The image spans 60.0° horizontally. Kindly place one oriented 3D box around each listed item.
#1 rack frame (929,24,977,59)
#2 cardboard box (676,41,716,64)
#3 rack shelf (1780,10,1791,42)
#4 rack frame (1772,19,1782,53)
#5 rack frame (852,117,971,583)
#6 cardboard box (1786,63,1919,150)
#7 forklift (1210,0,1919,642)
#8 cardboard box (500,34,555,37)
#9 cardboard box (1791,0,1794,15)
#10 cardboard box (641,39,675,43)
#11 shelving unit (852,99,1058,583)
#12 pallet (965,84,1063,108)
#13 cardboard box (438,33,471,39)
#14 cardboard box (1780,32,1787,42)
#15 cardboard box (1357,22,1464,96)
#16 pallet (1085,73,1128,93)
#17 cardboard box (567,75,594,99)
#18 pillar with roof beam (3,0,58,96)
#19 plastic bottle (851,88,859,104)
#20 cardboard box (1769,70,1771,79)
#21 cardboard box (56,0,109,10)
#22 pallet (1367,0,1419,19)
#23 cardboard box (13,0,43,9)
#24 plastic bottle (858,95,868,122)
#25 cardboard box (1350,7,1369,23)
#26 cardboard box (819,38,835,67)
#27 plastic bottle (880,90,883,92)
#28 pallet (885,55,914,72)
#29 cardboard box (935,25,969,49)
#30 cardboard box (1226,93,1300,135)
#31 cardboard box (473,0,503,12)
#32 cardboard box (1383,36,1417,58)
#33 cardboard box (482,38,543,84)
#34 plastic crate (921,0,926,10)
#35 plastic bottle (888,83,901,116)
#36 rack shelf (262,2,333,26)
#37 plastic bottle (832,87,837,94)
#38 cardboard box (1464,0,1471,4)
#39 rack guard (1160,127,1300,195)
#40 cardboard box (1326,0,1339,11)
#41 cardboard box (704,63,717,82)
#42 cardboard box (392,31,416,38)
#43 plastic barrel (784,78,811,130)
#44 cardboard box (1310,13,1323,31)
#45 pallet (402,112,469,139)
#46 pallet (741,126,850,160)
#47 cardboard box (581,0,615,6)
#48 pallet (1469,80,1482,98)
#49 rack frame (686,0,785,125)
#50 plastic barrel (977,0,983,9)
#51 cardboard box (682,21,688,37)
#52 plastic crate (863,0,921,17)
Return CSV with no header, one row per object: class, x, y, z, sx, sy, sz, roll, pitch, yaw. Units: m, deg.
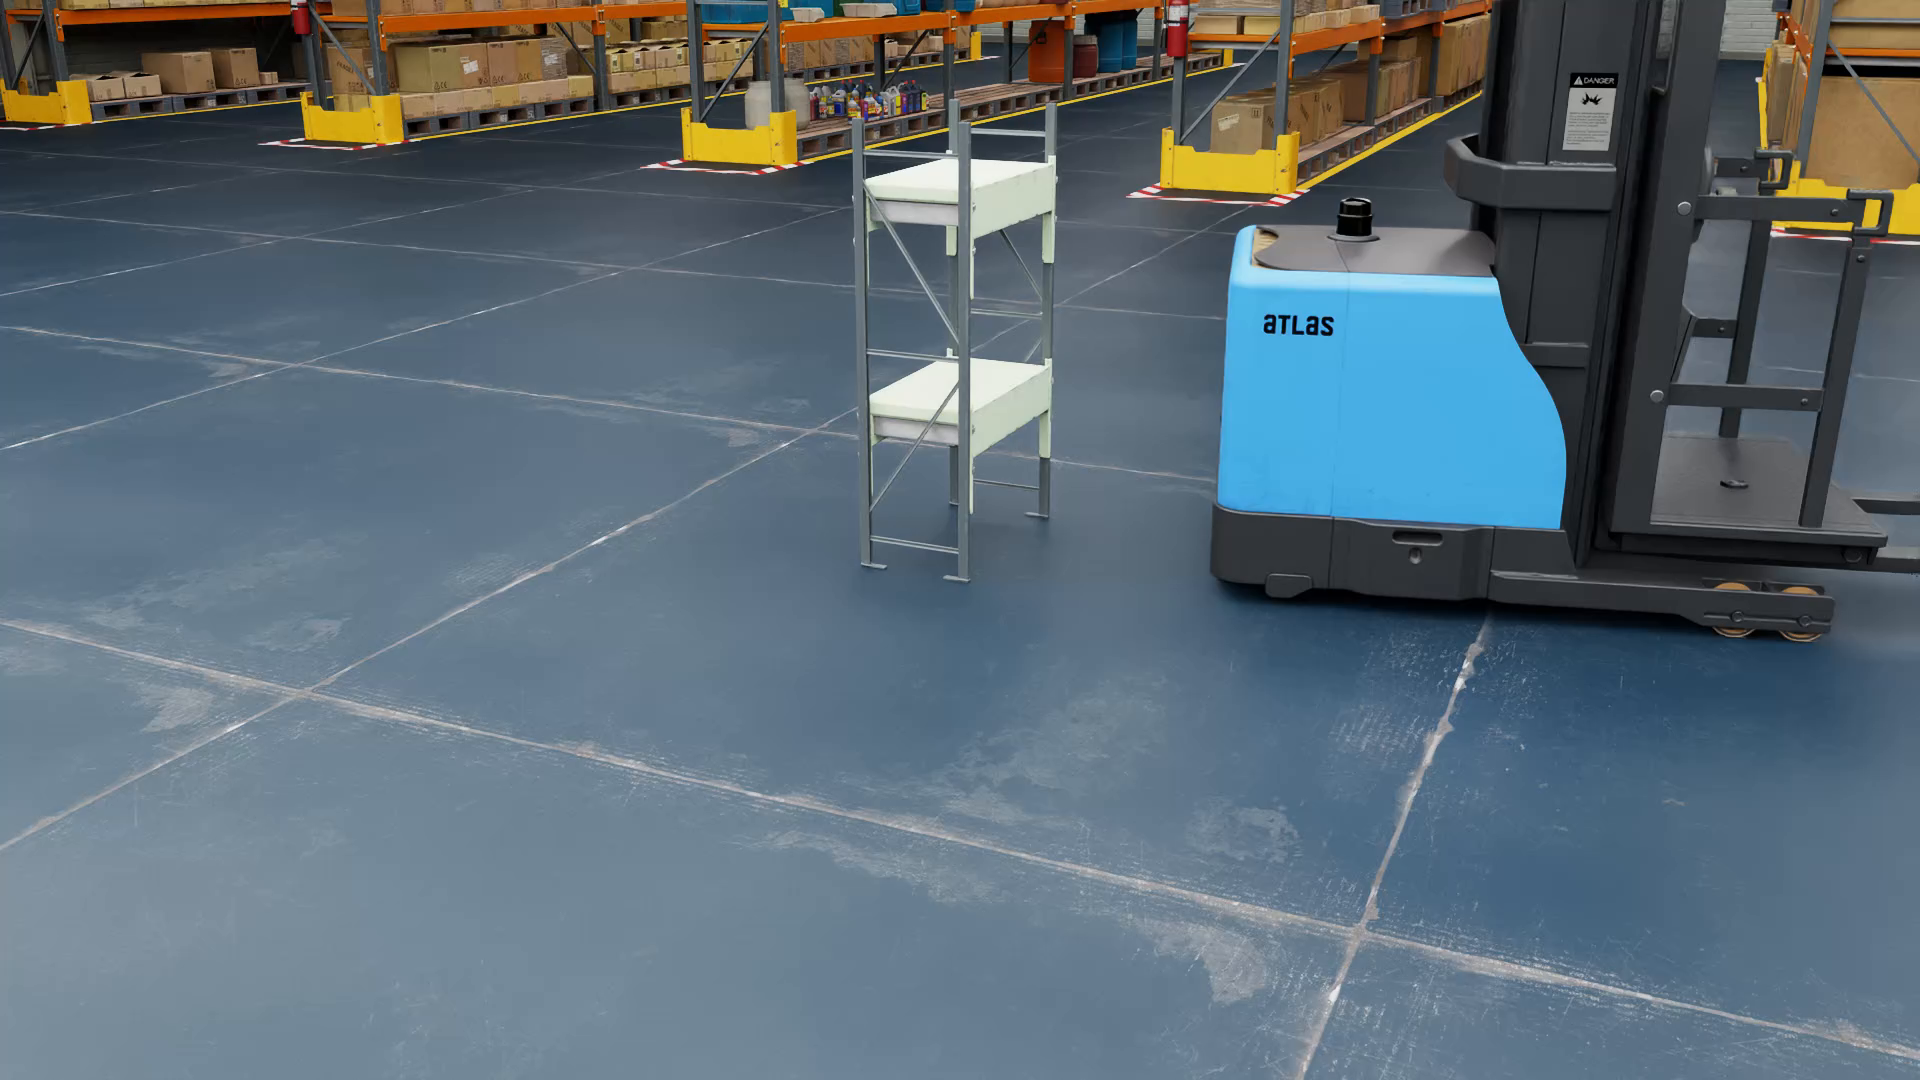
rack frame,-0.151,-10.748,31.716,1.000,3.000,0.127,9,21,23
cardboard box,-3.833,-6.962,23.708,0.500,0.311,0.500,8,21,22
rack shelf,10.912,-6.504,20.853,1.077,0.370,4.000,9,21,23
rack frame,13.369,-8.677,25.890,1.000,3.000,0.127,9,21,23
rack frame,-0.153,-0.593,5.397,0.400,1.500,0.023,9,21,23
cardboard box,7.393,-3.468,13.788,0.875,0.875,0.875,8,21,22
forklift,2.388,-1.262,5.142,3.031,2.935,1.130,3,20,10
cardboard box,-5.541,-6.237,21.388,0.500,0.500,0.500,9,21,23
cardboard box,9.457,-6.022,18.277,0.500,0.500,0.500,8,21,22
cardboard box,-4.328,-7.032,23.906,0.500,0.311,0.500,8,21,21
shelving unit,-0.003,-0.705,5.712,0.431,1.500,0.755,9,21,23
pallet,0.738,-6.077,22.741,1.003,0.211,1.213,9,21,23
cardboard box,-8.195,-7.784,26.453,0.700,0.500,0.500,9,21,23
cardboard box,10.971,-6.475,21.682,0.500,0.250,0.500,9,22,24
cardboard box,5.911,-6.347,21.884,1.225,0.875,0.875,8,21,20
pallet,1.876,-6.927,25.131,1.003,0.211,1.213,9,21,23
cardboard box,-5.056,-5.811,21.308,0.500,0.250,0.500,9,21,23
pillar with roof beam,-7.799,-9.104,18.140,9.100,9.000,0.400,9,21,23
plastic bottle,-1.206,-5.070,19.165,0.097,0.271,0.097,0,20,0
cardboard box,12.004,-6.792,24.217,0.380,0.149,0.250,9,21,23
cardboard box,-10.734,-6.580,20.189,0.500,0.250,0.500,8,21,21
pallet,4.417,-5.843,18.208,1.003,0.211,1.213,9,21,23
cardboard box,-11.209,-6.644,20.369,0.500,0.250,0.500,9,21,23
plastic bottle,-1.049,-4.682,18.055,0.061,0.283,0.133,9,21,24
cardboard box,3.882,-5.260,16.658,0.380,0.149,0.250,9,21,23
cardboard box,-2.352,-7.906,26.797,0.500,0.500,0.500,8,21,21
plastic bottle,-0.863,-4.939,18.778,0.061,0.283,0.133,9,21,23
pallet,-1.507,-8.422,29.335,1.003,0.211,1.213,9,21,23
cardboard box,-0.149,-9.578,31.498,0.500,0.500,0.500,9,21,23
cardboard box,2.818,-3.893,15.543,0.500,0.500,0.500,15,25,37
cardboard box,-5.869,-6.519,19.674,0.700,0.500,0.500,9,22,24
cardboard box,5.362,-6.116,20.646,0.500,0.250,0.500,10,22,25
cardboard box,-5.472,-5.859,20.326,0.500,0.500,0.500,9,21,23
plastic crate,-0.628,-6.620,20.010,0.402,0.464,0.583,9,21,23
plastic bottle,-0.759,-4.965,18.749,0.144,0.351,0.185,8,21,22
rack shelf,-8.767,-8.031,25.148,1.077,0.370,4.000,9,21,23
plastic bottle,-1.440,-5.035,19.046,0.061,0.283,0.133,10,22,25
cardboard box,6.679,-7.568,22.625,0.500,0.500,0.500,9,21,23
rack guard,2.364,-3.342,14.621,1.175,0.500,0.348,9,21,23
cardboard box,3.138,-5.316,15.847,0.875,0.500,0.500,9,21,23
cardboard box,-3.836,-6.700,23.807,0.500,0.250,0.500,9,22,24
cardboard box,-8.692,-7.814,25.418,0.500,0.250,0.500,8,21,22
plastic barrel,-1.780,-4.567,17.421,0.421,0.512,0.421,0,20,0
cardboard box,3.096,-4.736,15.184,0.380,0.149,0.250,9,21,23
pallet,-6.428,-4.783,19.103,1.003,0.211,1.213,9,21,23
pallet,-1.860,-4.140,17.295,1.003,0.211,1.213,9,21,23
cardboard box,-4.903,-7.166,21.866,0.500,0.250,0.500,10,22,26
pallet,7.000,-6.605,24.227,1.003,0.211,1.213,9,21,23
rack frame,-2.185,-5.177,16.048,1.000,3.000,0.127,9,21,23
plastic barrel,0.134,-6.718,20.588,0.301,0.262,0.301,0,20,0
cardboard box,-5.489,-9.749,32.008,0.700,0.500,0.500,9,22,24
plastic crate,-0.753,-5.954,18.455,0.499,0.251,0.616,9,21,23
